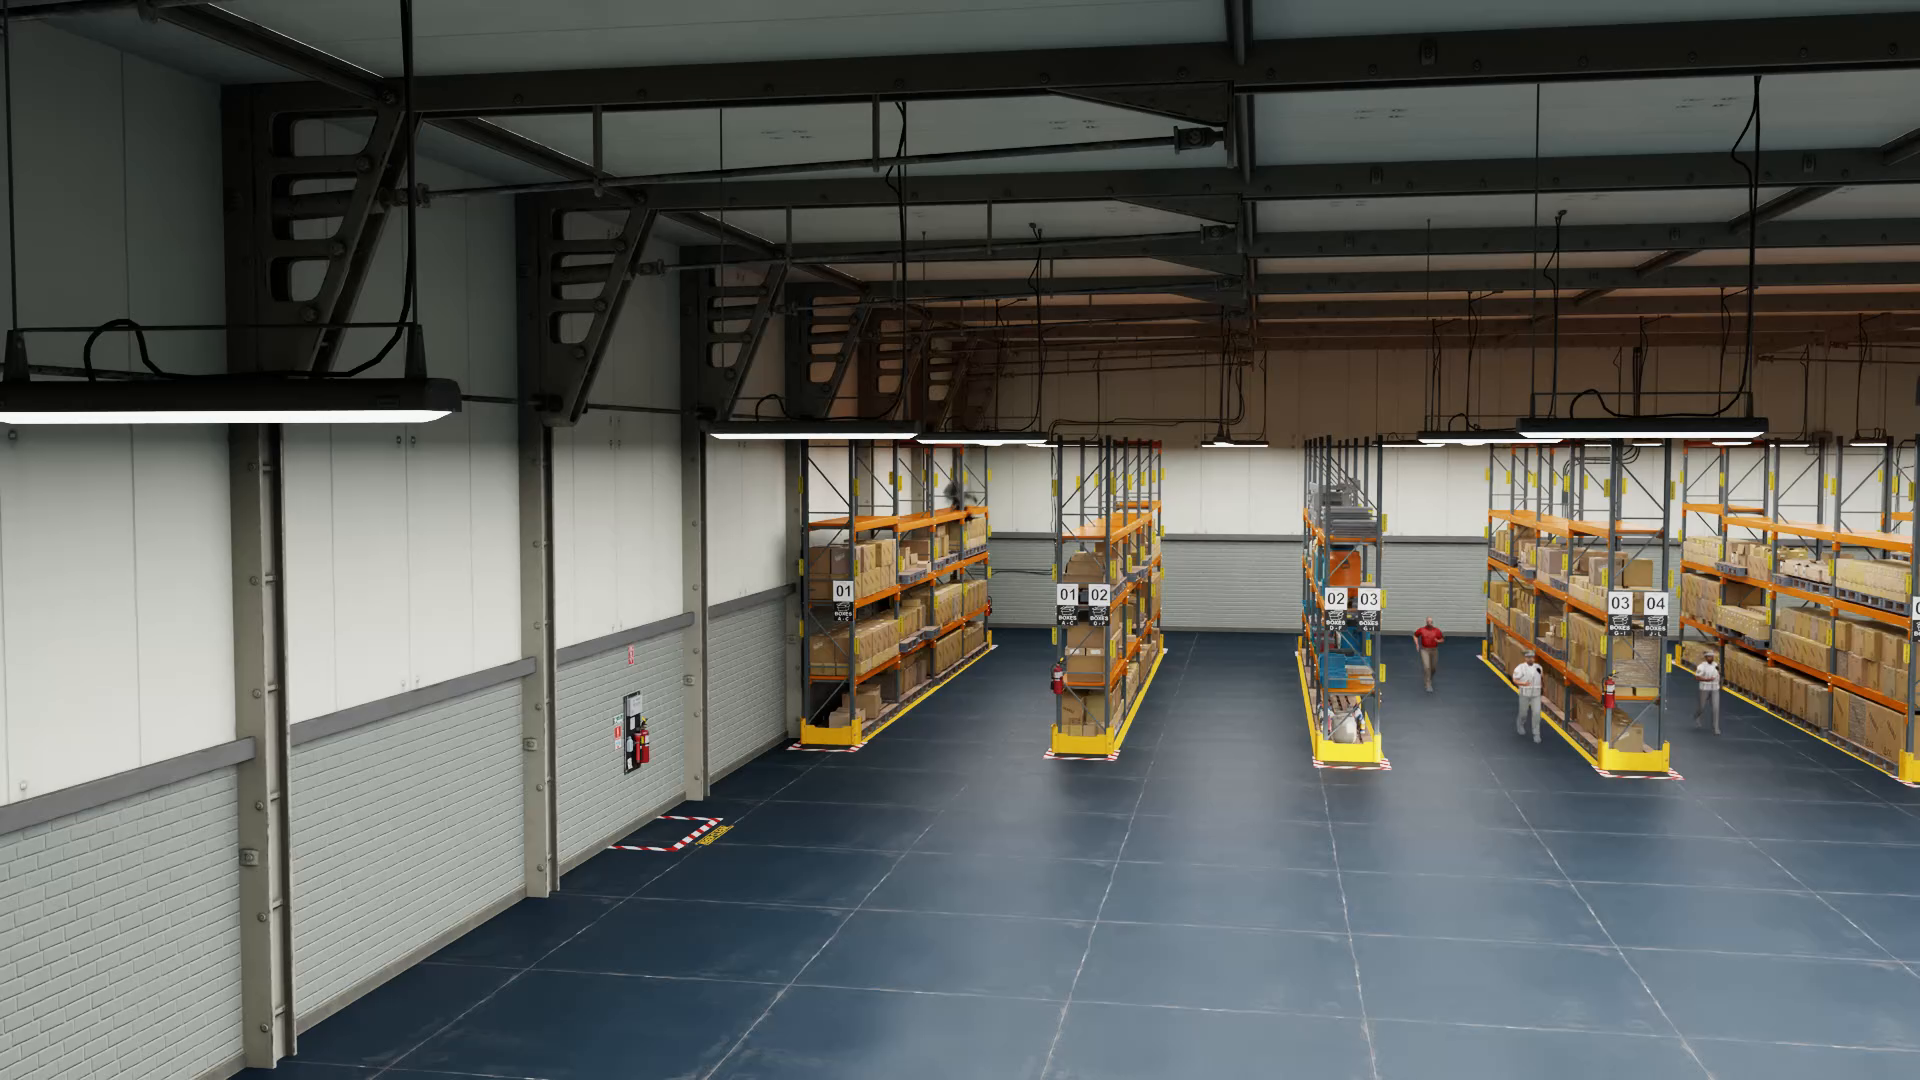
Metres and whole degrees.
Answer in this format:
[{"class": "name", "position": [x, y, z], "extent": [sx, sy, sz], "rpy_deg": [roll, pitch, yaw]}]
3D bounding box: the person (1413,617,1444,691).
[{"class": "person", "position": [11.198, 2.694, 39.669], "extent": [0.662, 1.716, 0.989], "rpy_deg": [0, 3, 1]}]

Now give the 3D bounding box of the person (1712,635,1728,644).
[{"class": "person", "position": [20.730, 2.402, 45.229], "extent": [0.697, 1.711, 0.676], "rpy_deg": [-3, 4, -40]}]

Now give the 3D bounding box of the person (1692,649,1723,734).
[{"class": "person", "position": [15.177, 3.040, 33.698], "extent": [0.582, 1.675, 0.925], "rpy_deg": [0, 3, 0]}]

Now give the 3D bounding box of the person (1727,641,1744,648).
[{"class": "person", "position": [21.166, 2.387, 45.502], "extent": [0.831, 1.742, 0.705], "rpy_deg": [0, 3, 7]}]

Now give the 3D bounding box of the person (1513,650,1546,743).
[{"class": "person", "position": [11.229, 3.040, 32.778], "extent": [0.661, 1.775, 0.992], "rpy_deg": [0, 3, 3]}]
